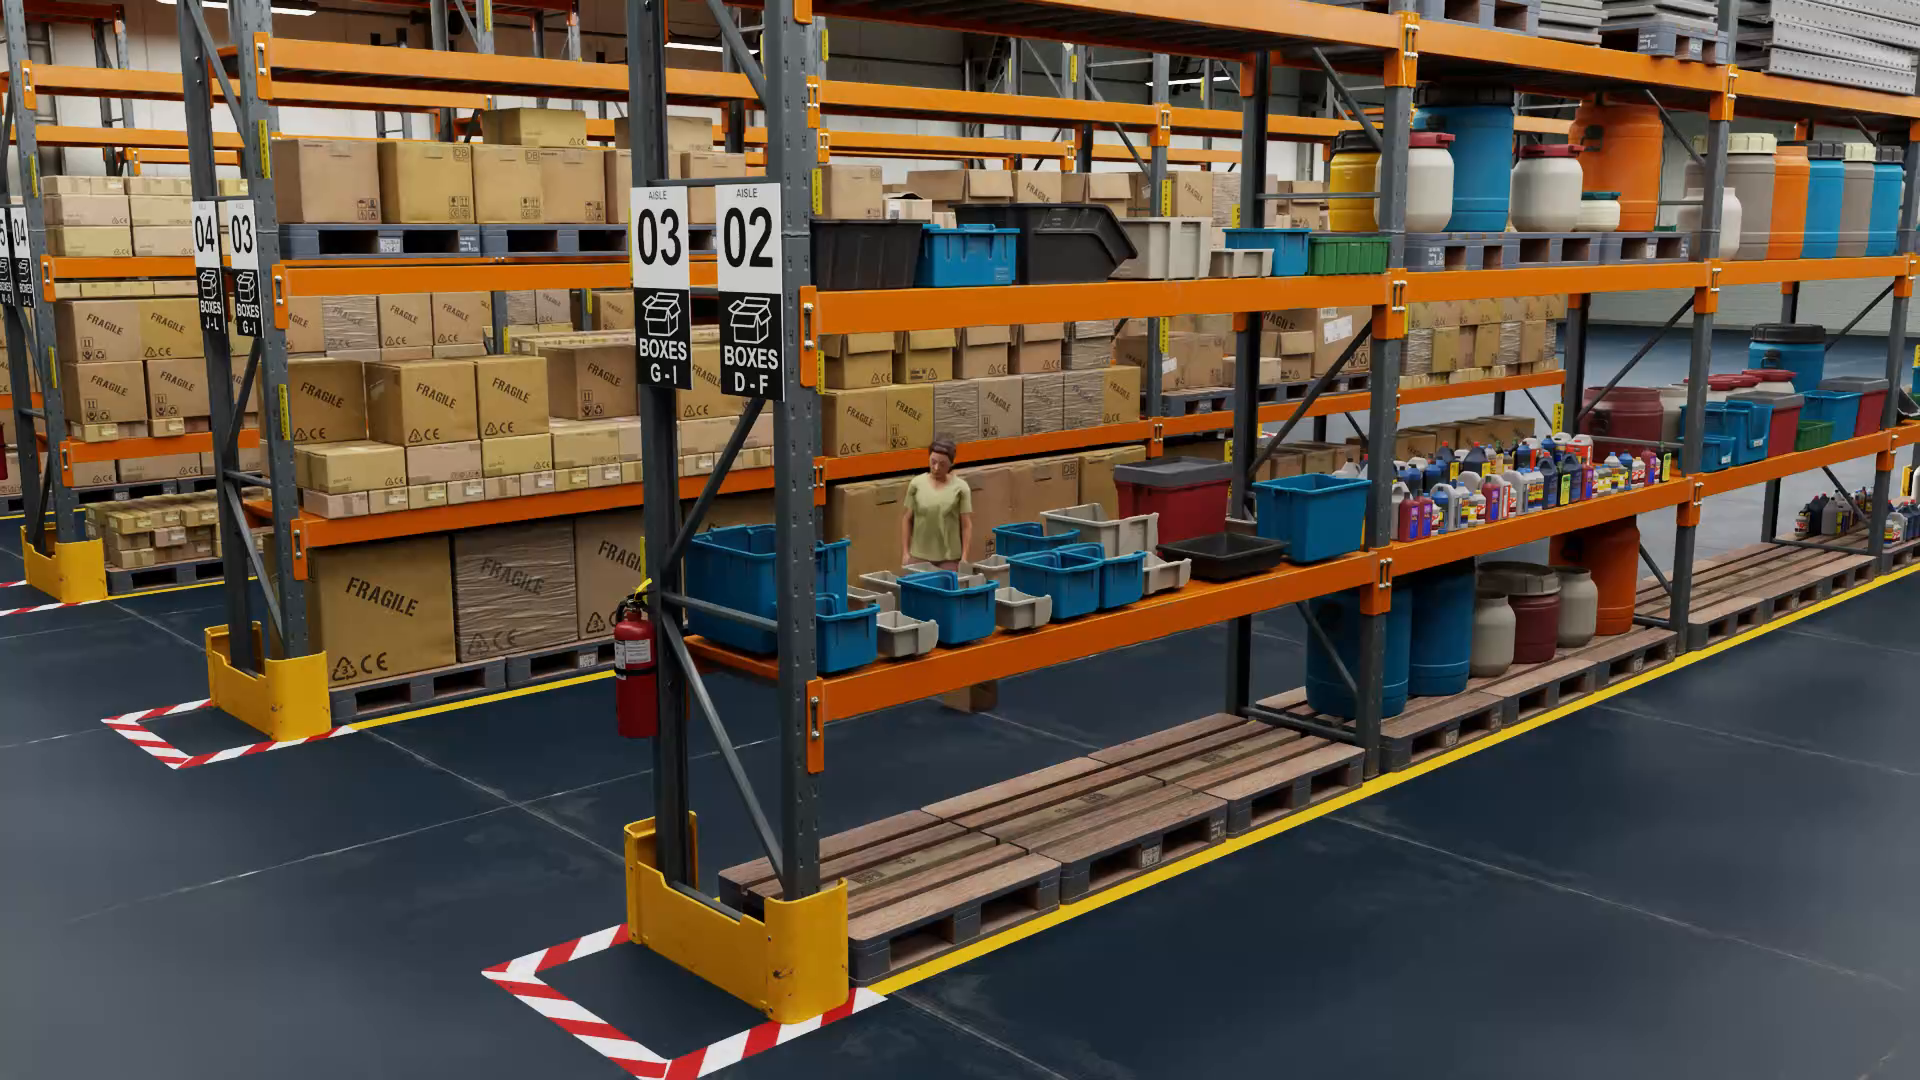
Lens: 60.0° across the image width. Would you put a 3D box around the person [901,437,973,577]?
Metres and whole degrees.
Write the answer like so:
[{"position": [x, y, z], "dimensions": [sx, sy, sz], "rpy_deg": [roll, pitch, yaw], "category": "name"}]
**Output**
[{"position": [-0.183, 0.159, 11.069], "dimensions": [0.527, 1.653, 0.452], "rpy_deg": [1, 11, 4], "category": "person"}]
